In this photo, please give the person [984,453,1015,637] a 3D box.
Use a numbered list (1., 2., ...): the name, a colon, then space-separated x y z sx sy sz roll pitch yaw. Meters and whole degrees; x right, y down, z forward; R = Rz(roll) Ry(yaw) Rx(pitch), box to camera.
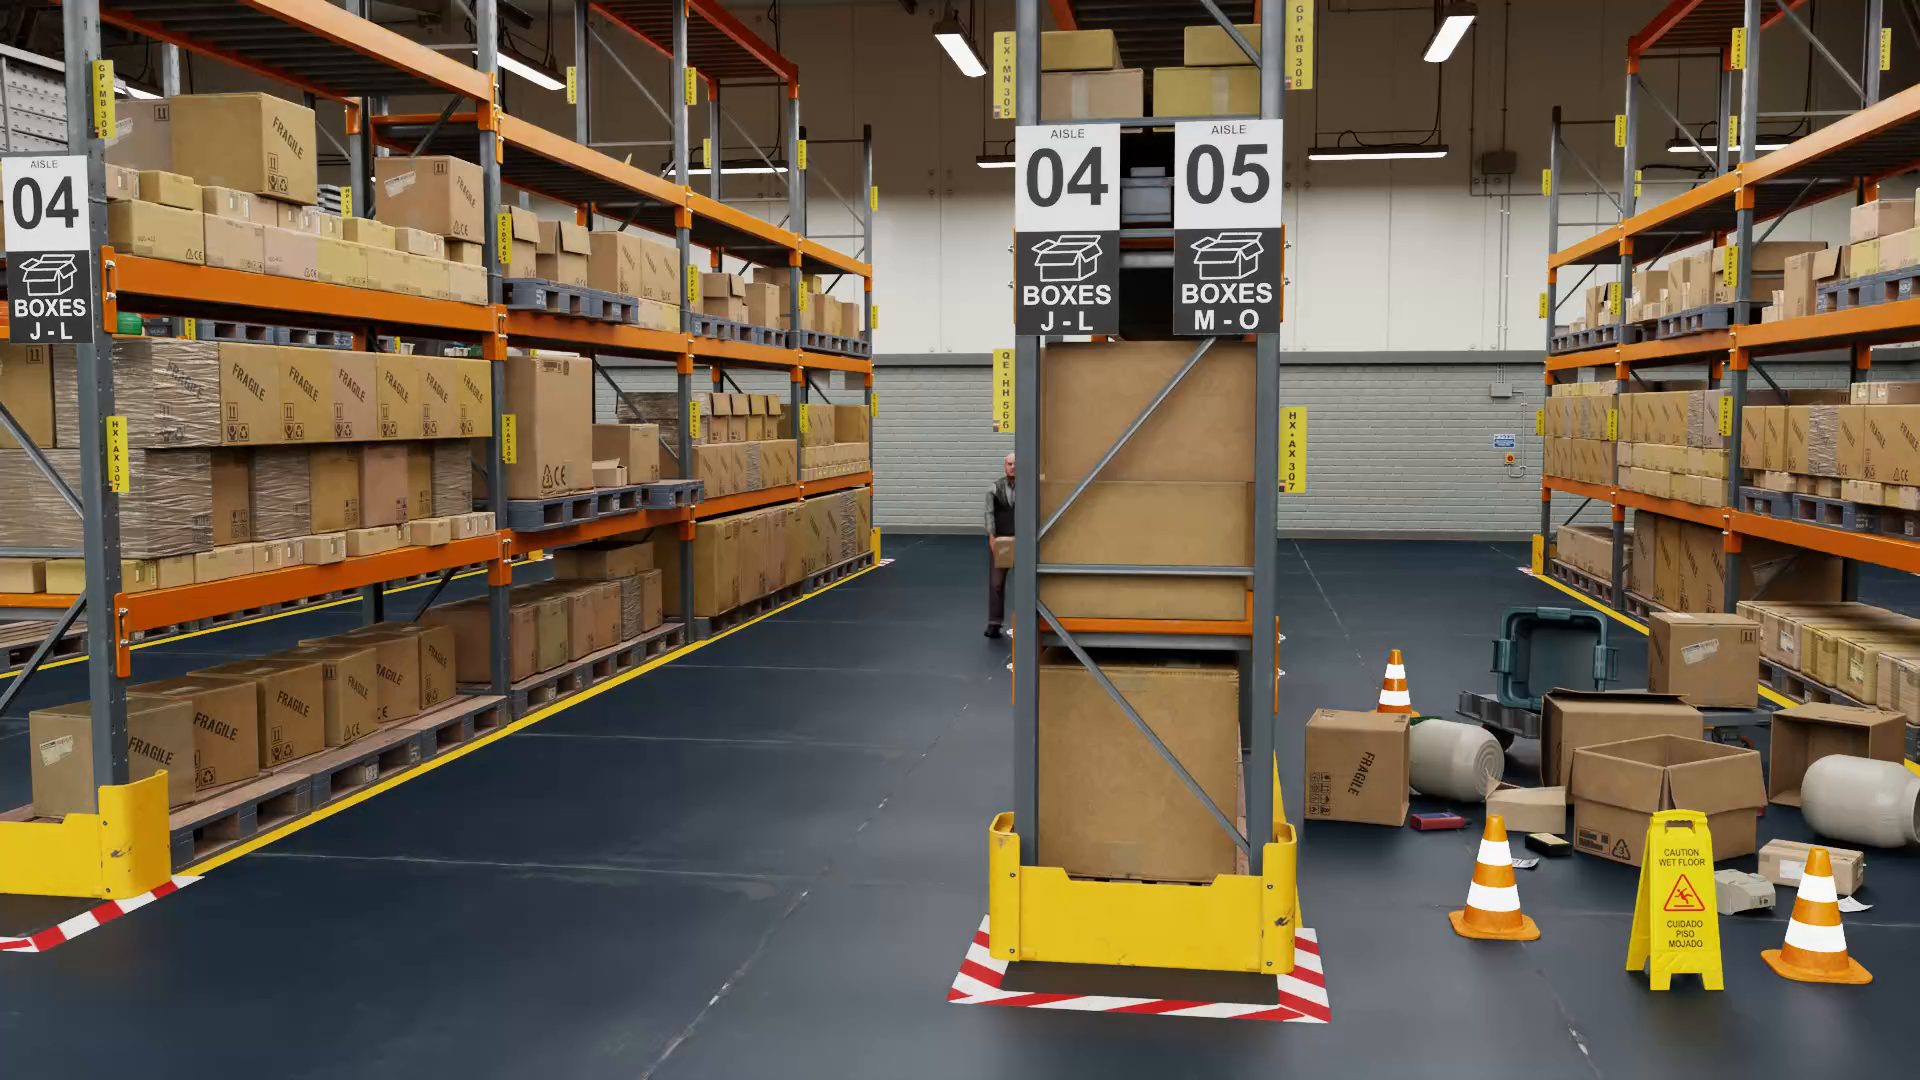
1. person: 0.494 0.047 15.634 0.544 1.728 0.482 1 4 8
